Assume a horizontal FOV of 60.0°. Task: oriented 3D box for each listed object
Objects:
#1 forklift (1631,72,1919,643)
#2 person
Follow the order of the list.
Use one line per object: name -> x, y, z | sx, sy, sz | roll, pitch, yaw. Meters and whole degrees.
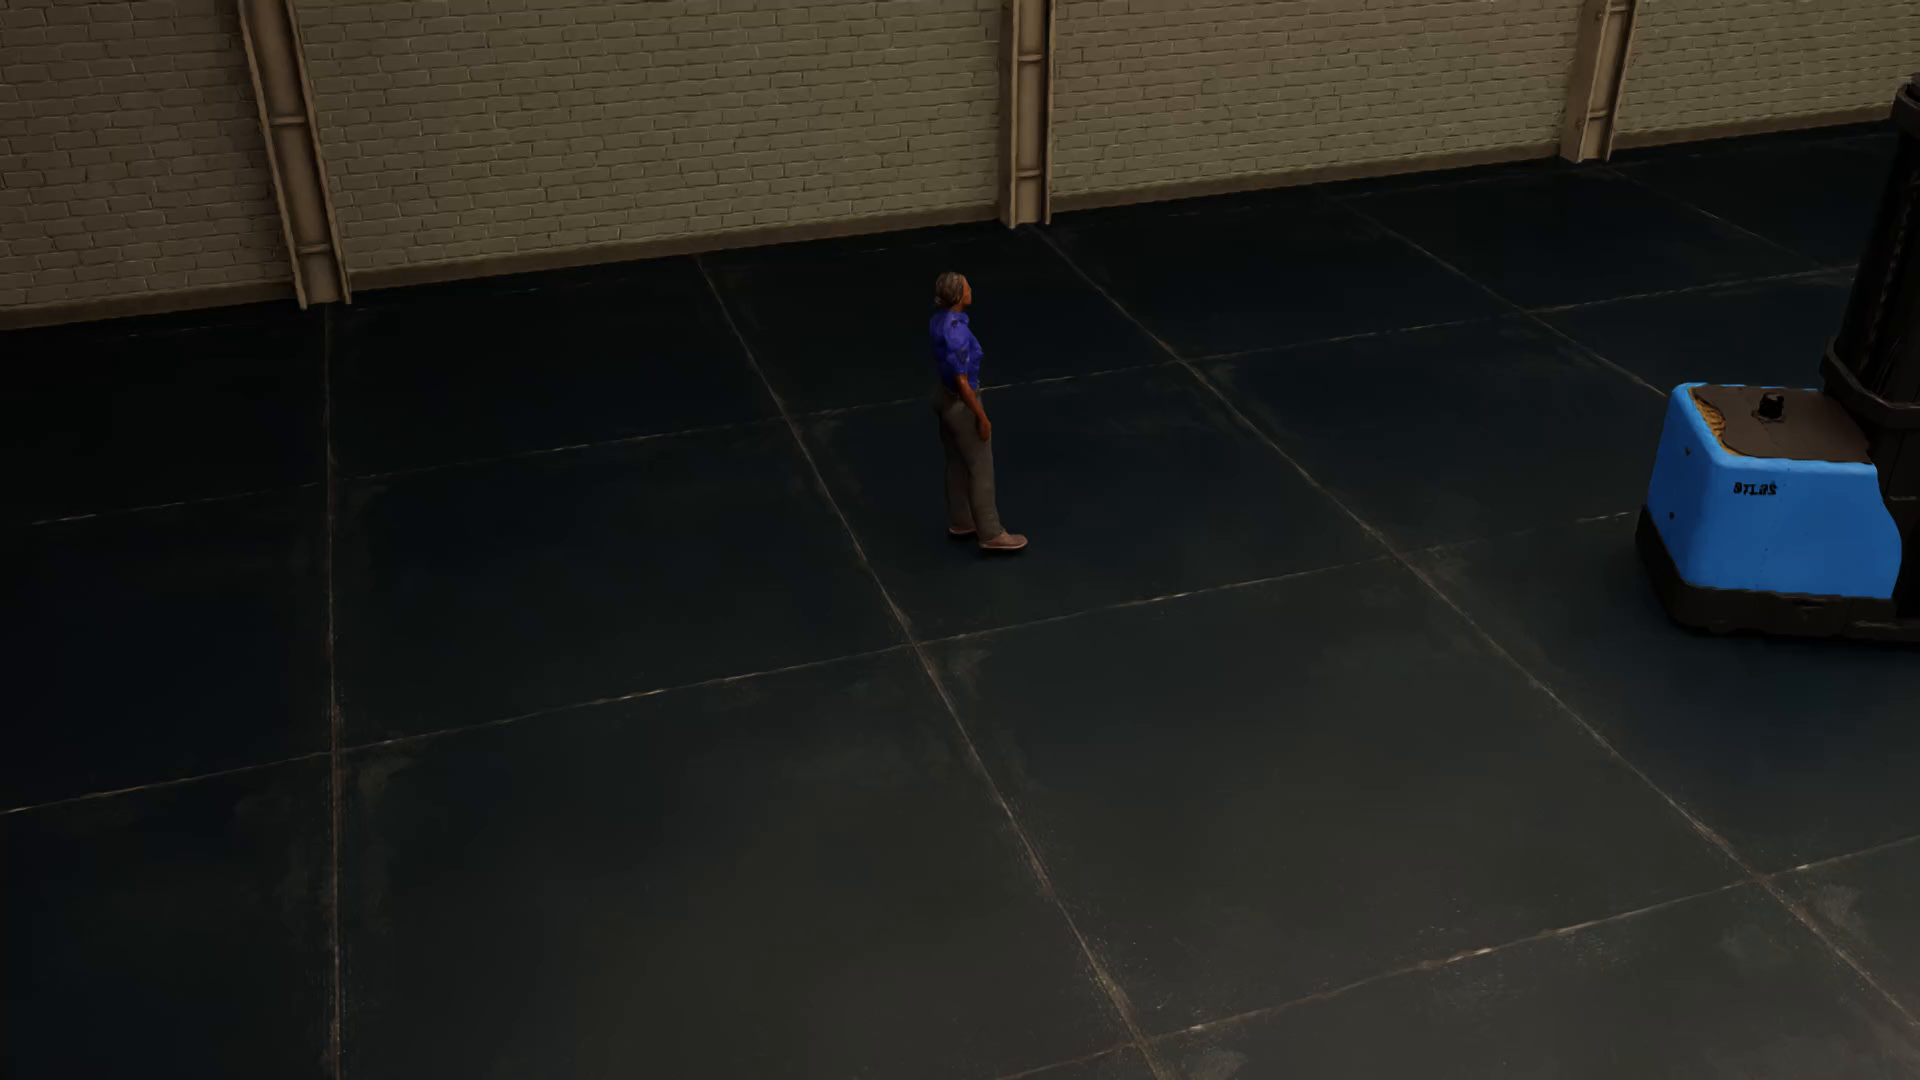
forklift -> 5.445, -0.916, 8.679 | 3.031, 2.935, 1.130 | 3, 30, 6
person -> 0.089, -0.762, 9.598 | 0.503, 1.654, 0.570 | -10, 31, -16
